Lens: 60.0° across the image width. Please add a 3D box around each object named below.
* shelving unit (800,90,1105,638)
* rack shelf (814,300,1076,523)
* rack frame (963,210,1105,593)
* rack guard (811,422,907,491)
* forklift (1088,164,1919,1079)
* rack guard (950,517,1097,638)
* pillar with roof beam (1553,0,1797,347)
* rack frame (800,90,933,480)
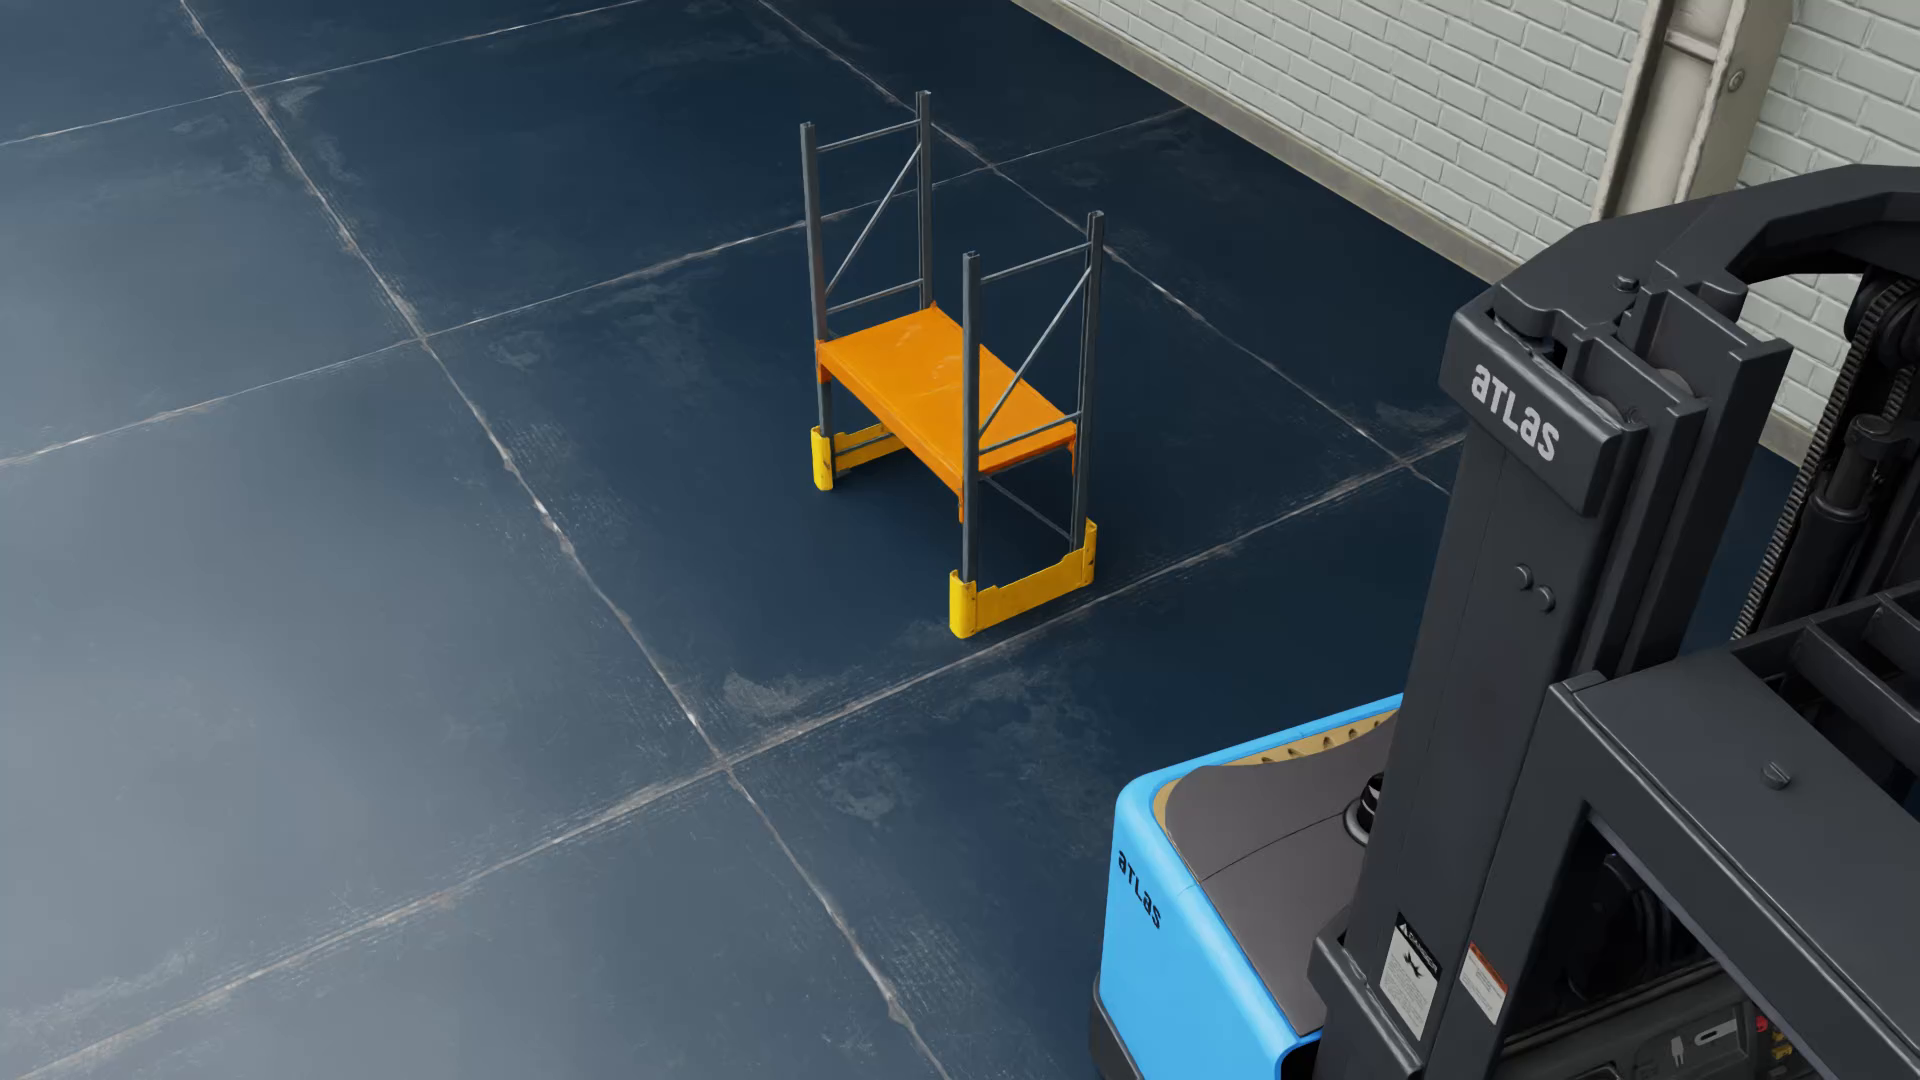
[{"bbox_3d":[-0.041,-0.617,5.819,0.587,1.500,1.083,-22,45,-24],"label":"shelving unit"},{"bbox_3d":[-0.046,-0.484,5.940,0.538,0.185,1.000,-22,45,-24],"label":"rack shelf"},{"bbox_3d":[0.227,-0.348,5.496,0.500,1.500,0.032,-22,45,-24],"label":"rack frame"},{"bbox_3d":[-0.309,-0.406,6.542,0.587,0.250,0.087,-22,45,-24],"label":"rack guard"},{"bbox_3d":[1.374,1.025,2.730,1.130,2.935,3.031,-15,42,-17],"label":"forklift"},{"bbox_3d":[0.227,0.132,5.897,0.587,0.250,0.087,-22,45,-24],"label":"rack guard"},{"bbox_3d":[-0.859,-2.685,2.443,9.100,9.000,0.400,-22,45,-24],"label":"pillar with roof beam"},{"bbox_3d":[-0.319,-0.897,6.154,0.500,1.500,0.032,-22,45,-24],"label":"rack frame"}]
